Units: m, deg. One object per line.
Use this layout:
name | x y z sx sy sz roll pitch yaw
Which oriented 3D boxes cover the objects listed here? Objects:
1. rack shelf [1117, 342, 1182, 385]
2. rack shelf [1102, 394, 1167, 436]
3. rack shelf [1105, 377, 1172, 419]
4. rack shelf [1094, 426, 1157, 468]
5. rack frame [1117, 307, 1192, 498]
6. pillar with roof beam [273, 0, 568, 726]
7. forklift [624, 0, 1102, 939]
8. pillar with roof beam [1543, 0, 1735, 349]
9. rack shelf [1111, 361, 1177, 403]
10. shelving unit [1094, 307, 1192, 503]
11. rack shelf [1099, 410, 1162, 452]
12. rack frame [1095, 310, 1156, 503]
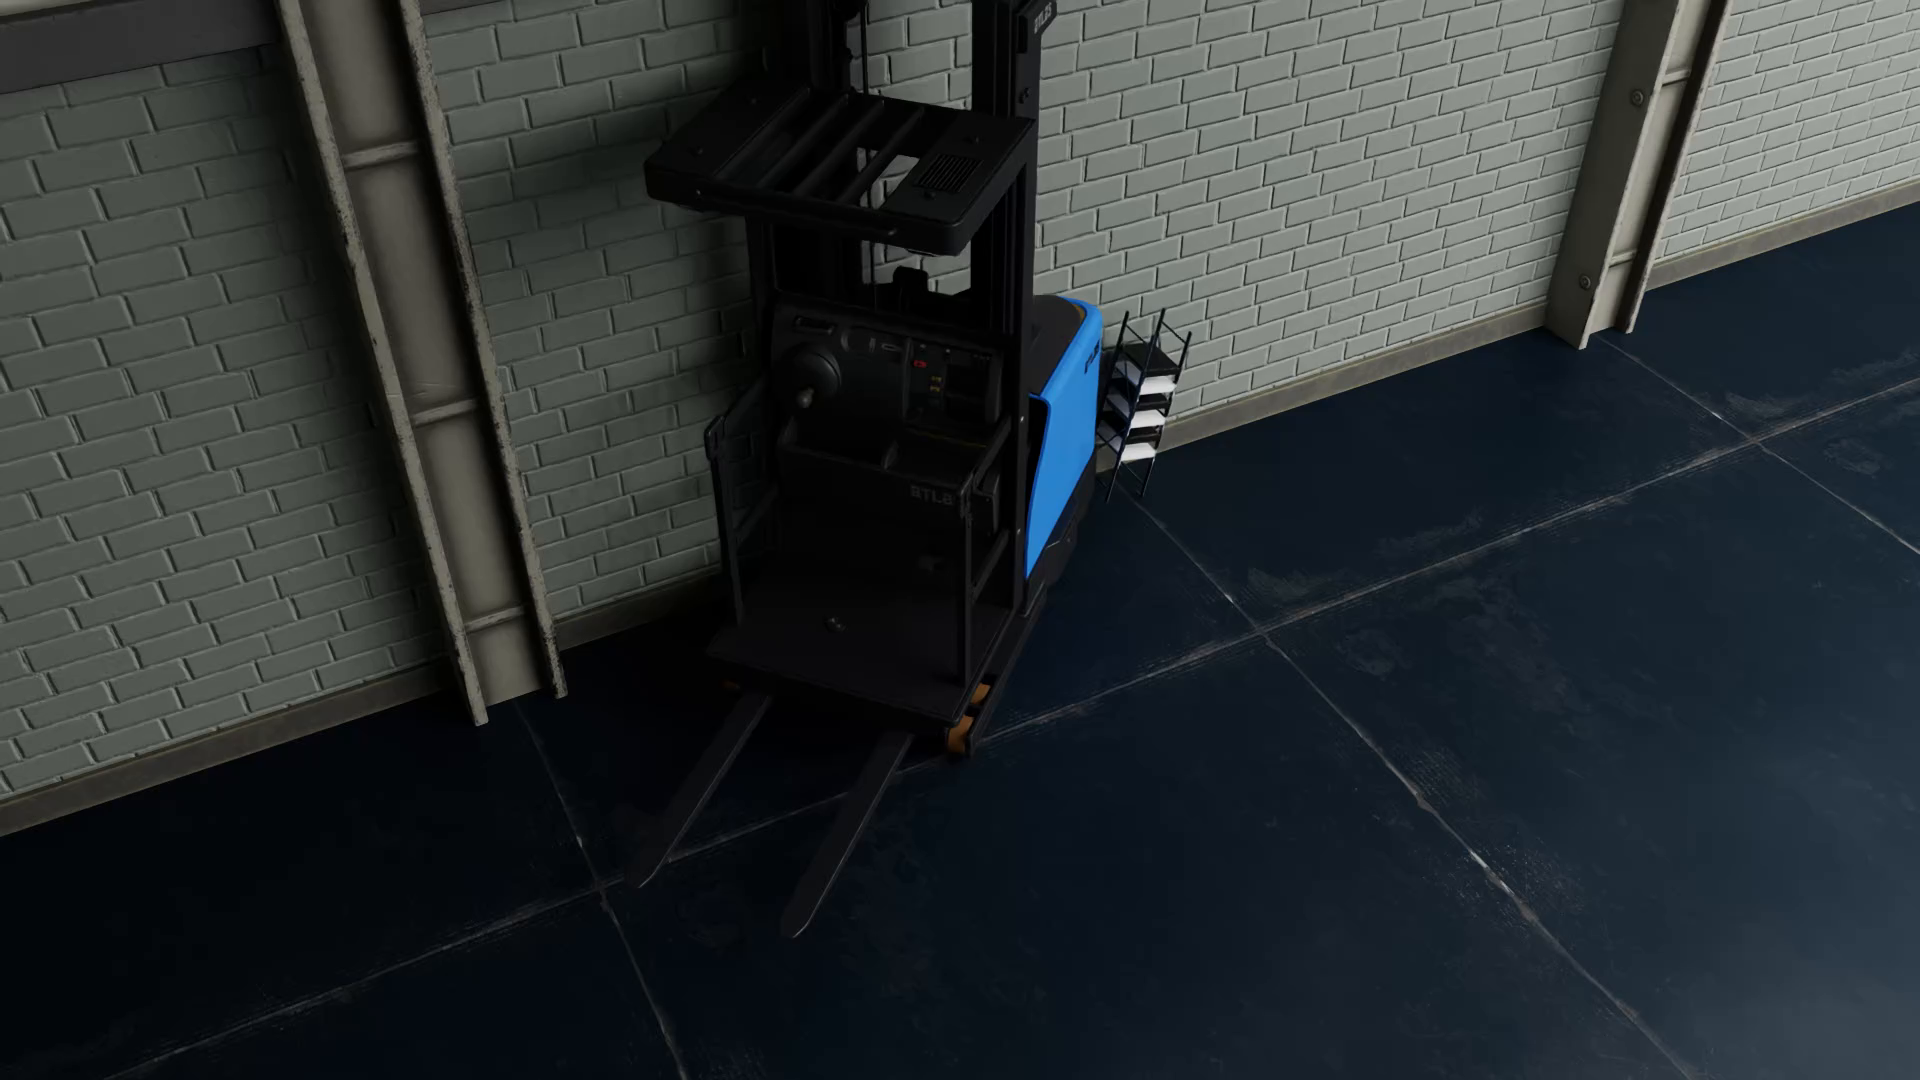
rack shelf | 0.859 -0.813 7.624 0.200 0.077 0.258 -9 39 -29
rack shelf | 0.809 -0.595 7.775 0.200 0.077 0.258 -9 39 -29
rack shelf | 0.826 -0.667 7.725 0.200 0.077 0.258 -9 39 -29
rack shelf | 0.776 -0.449 7.876 0.200 0.077 0.258 -9 39 -29
rack frame | 0.904 -0.635 7.805 0.006 0.900 0.240 -9 39 -29
pillar with roof beam | 0.100 -0.348 1.185 0.400 9.000 9.100 -19 44 -21
forklift | -0.355 -0.558 6.130 1.130 2.935 3.031 14 42 16
pillar with roof beam | 5.422 -2.138 3.300 0.400 9.000 9.100 -19 44 -21
rack shelf | 0.843 -0.740 7.675 0.200 0.077 0.258 -9 39 -29
shelving unit | 0.815 -0.622 7.757 0.210 0.900 0.258 -9 39 -29
rack shelf | 0.792 -0.522 7.825 0.200 0.077 0.258 -9 39 -29
rack frame | 0.727 -0.608 7.708 0.006 0.900 0.240 -9 39 -29
